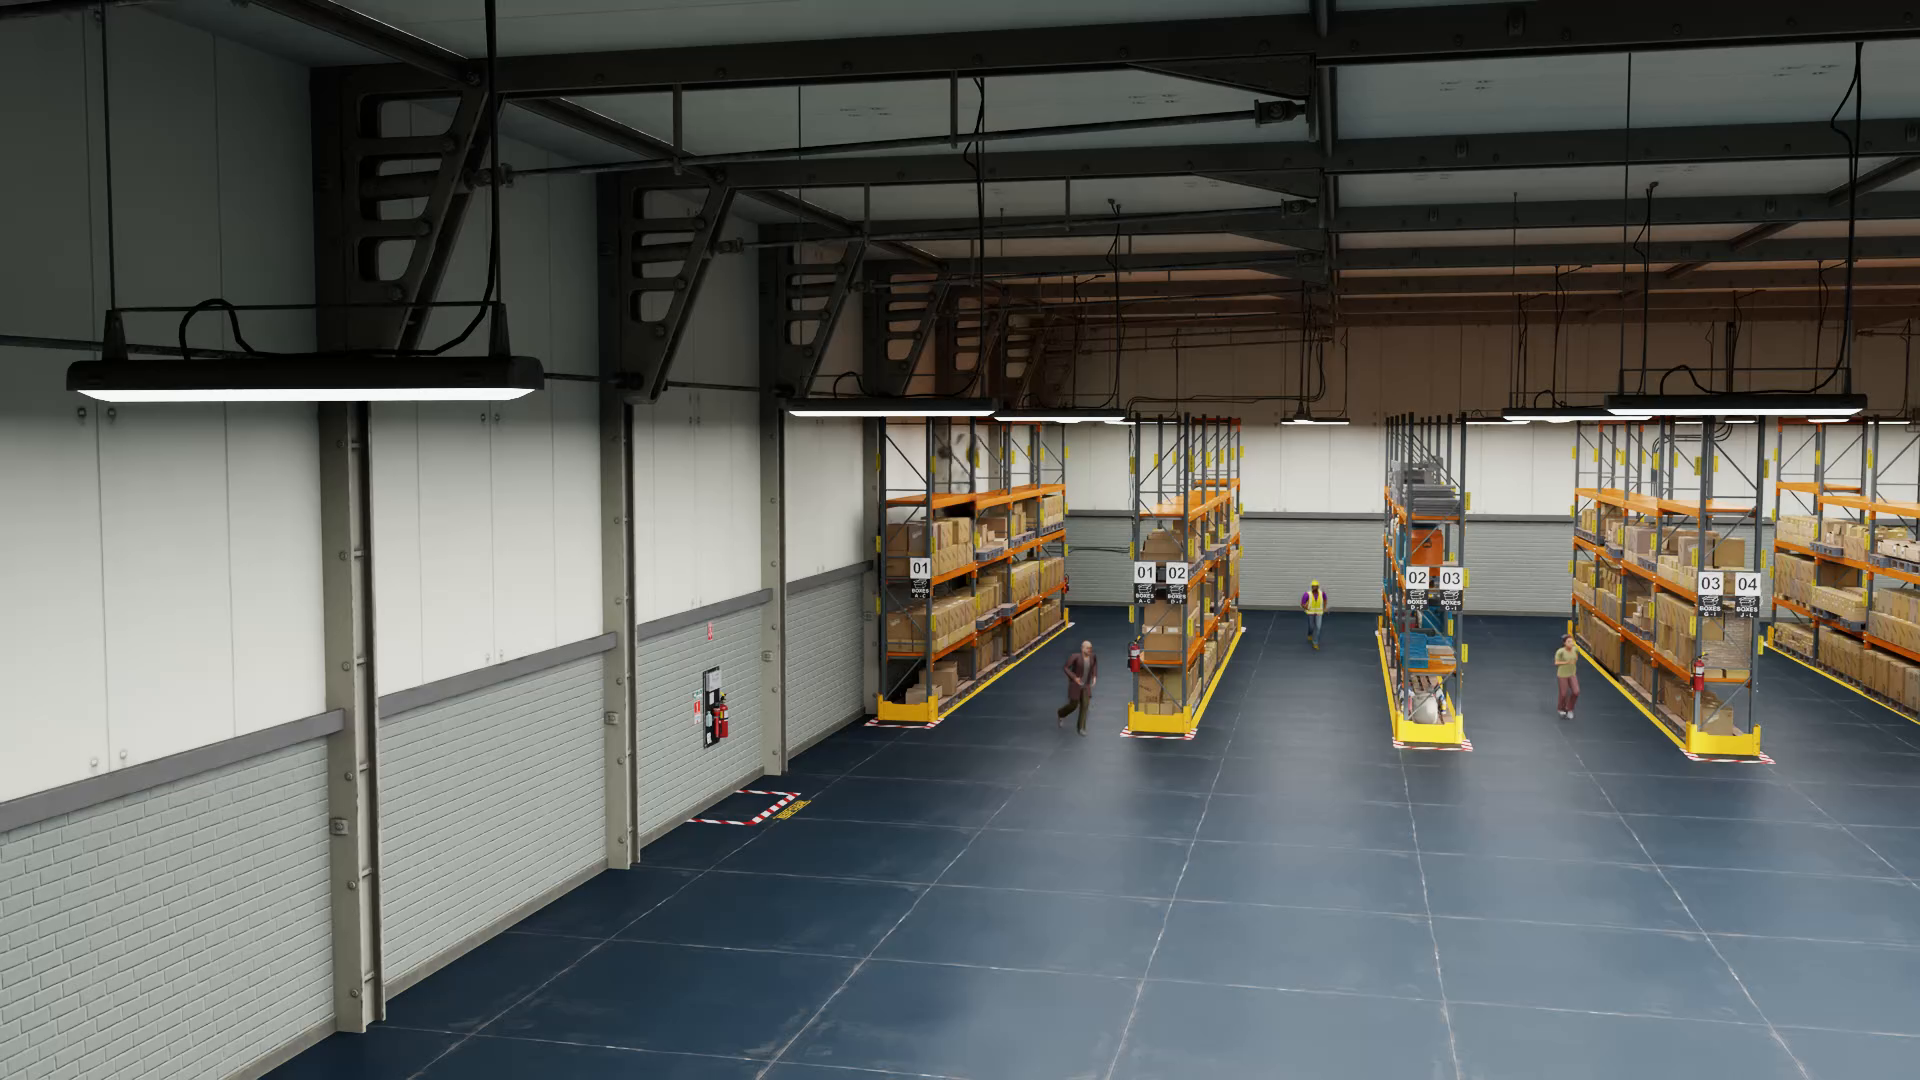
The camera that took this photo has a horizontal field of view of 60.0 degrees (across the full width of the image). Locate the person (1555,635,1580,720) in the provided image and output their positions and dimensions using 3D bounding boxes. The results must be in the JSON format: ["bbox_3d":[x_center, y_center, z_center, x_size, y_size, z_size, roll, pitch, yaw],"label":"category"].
[{"bbox_3d":[11.899,2.687,32.604,0.539,1.660,0.769,0,4,1],"label":"person"}]

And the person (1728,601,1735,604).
[{"bbox_3d":[20.121,1.932,43.854,0.681,1.636,0.679,3,5,37],"label":"person"}]

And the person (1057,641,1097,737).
[{"bbox_3d":[2.249,2.746,31.232,0.761,1.734,1.040,-2,4,-28],"label":"person"}]

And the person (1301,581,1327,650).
[{"bbox_3d":[9.224,1.942,43.265,0.705,1.779,0.878,0,4,3],"label":"person"}]
